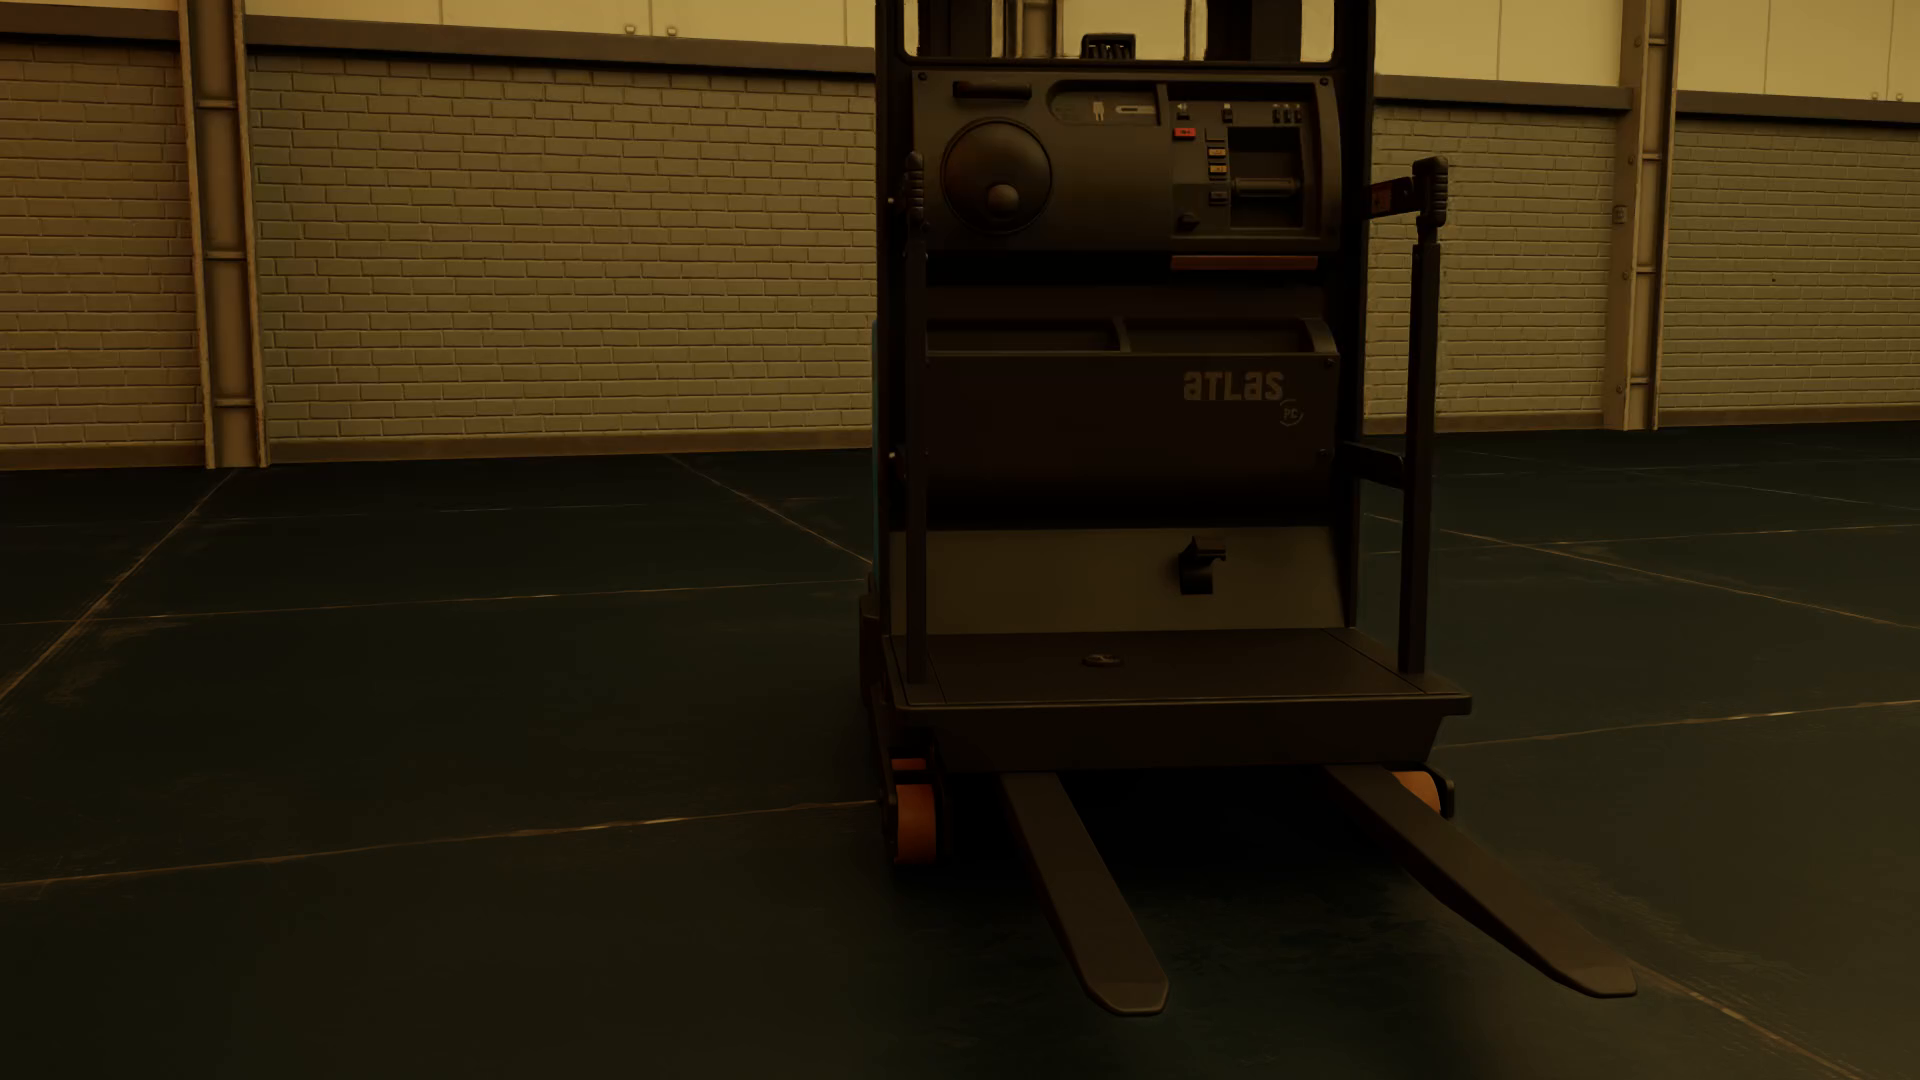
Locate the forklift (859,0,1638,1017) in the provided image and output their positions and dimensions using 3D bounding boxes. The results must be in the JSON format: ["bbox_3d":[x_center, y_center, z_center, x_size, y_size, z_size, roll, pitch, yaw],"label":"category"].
[{"bbox_3d":[0.382,-0.862,3.386,1.130,2.935,3.031,-1,8,-5],"label":"forklift"}]
